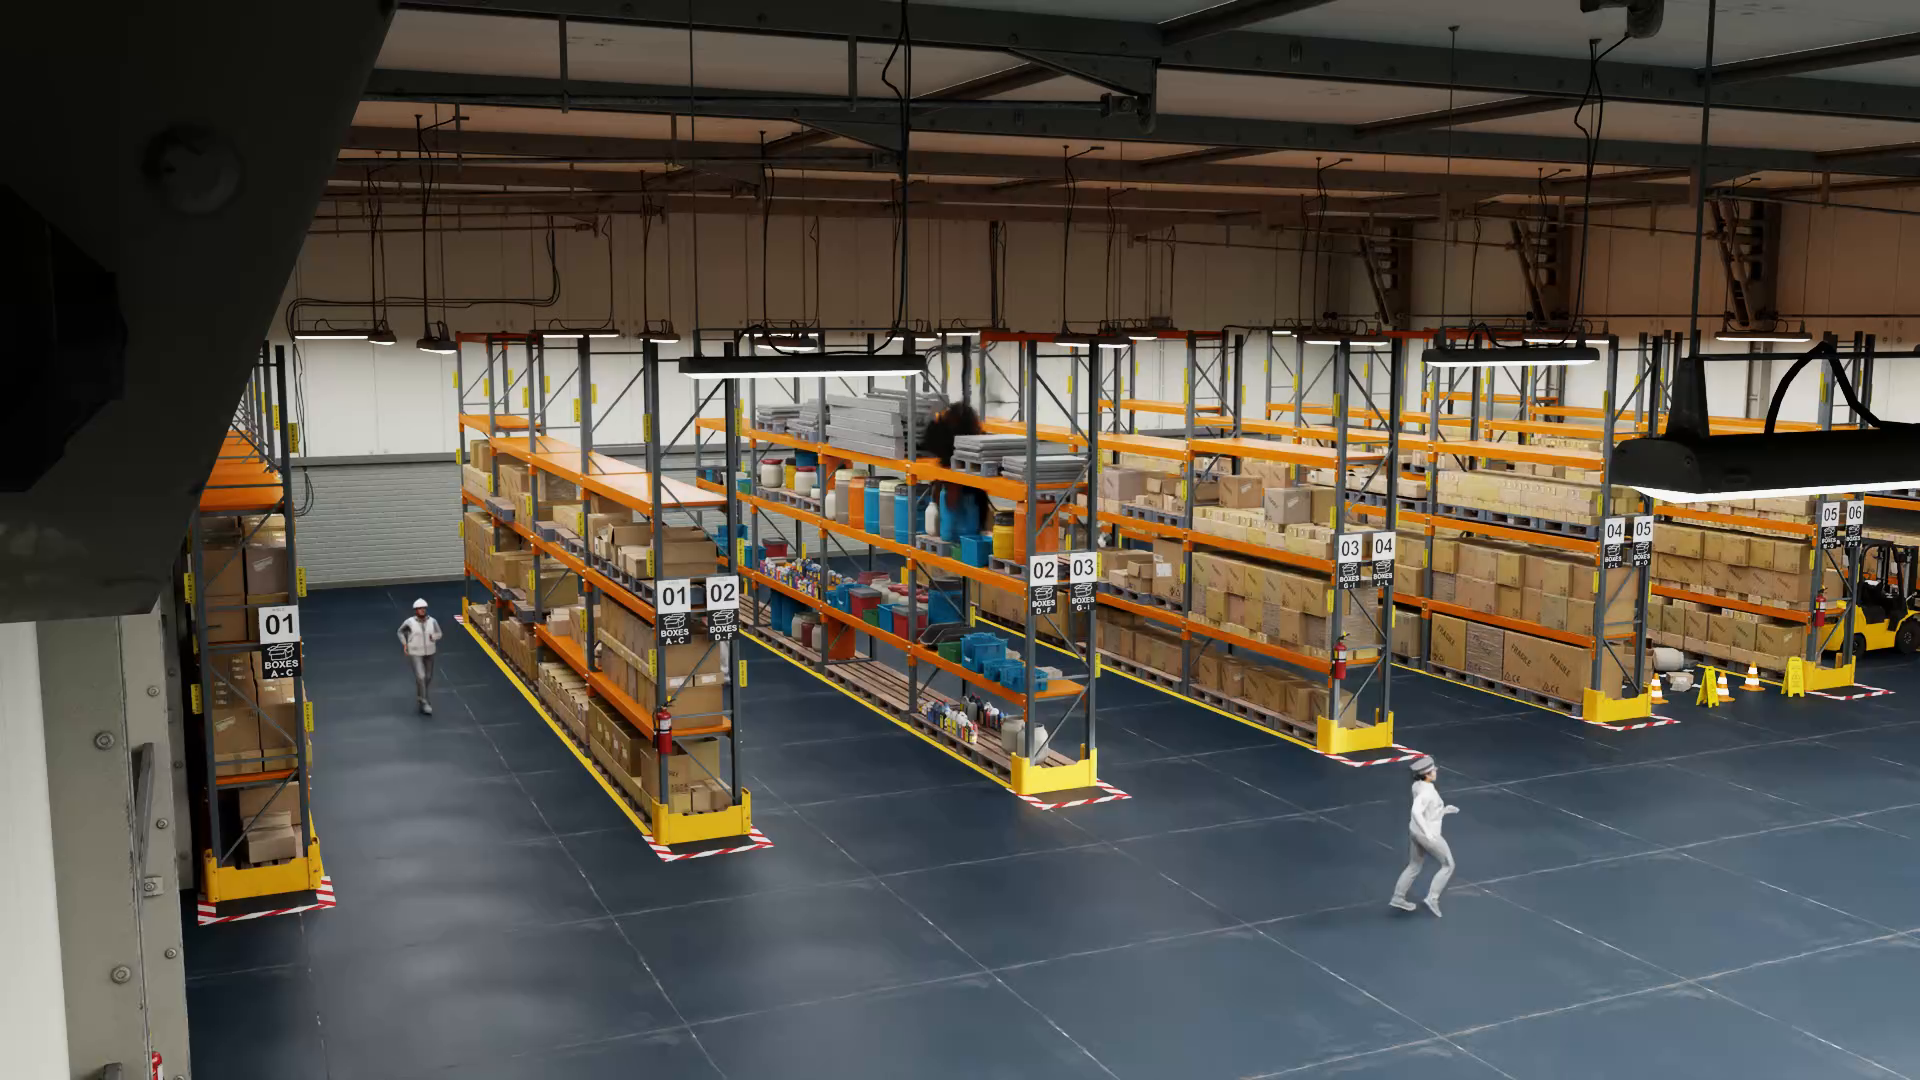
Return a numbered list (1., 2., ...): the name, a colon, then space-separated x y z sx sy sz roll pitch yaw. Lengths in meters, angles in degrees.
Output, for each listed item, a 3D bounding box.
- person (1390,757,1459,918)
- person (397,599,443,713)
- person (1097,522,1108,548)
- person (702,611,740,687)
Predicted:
1. person: 4.927 3.142 17.567 0.707 1.730 0.577 -1 8 -9
2. person: -8.645 1.827 26.749 0.658 1.774 0.872 -6 10 -37
3. person: 3.146 0.418 37.776 0.588 1.664 0.770 -3 8 -22
4. person: -4.081 1.615 28.581 0.657 1.755 0.760 -4 9 -30
